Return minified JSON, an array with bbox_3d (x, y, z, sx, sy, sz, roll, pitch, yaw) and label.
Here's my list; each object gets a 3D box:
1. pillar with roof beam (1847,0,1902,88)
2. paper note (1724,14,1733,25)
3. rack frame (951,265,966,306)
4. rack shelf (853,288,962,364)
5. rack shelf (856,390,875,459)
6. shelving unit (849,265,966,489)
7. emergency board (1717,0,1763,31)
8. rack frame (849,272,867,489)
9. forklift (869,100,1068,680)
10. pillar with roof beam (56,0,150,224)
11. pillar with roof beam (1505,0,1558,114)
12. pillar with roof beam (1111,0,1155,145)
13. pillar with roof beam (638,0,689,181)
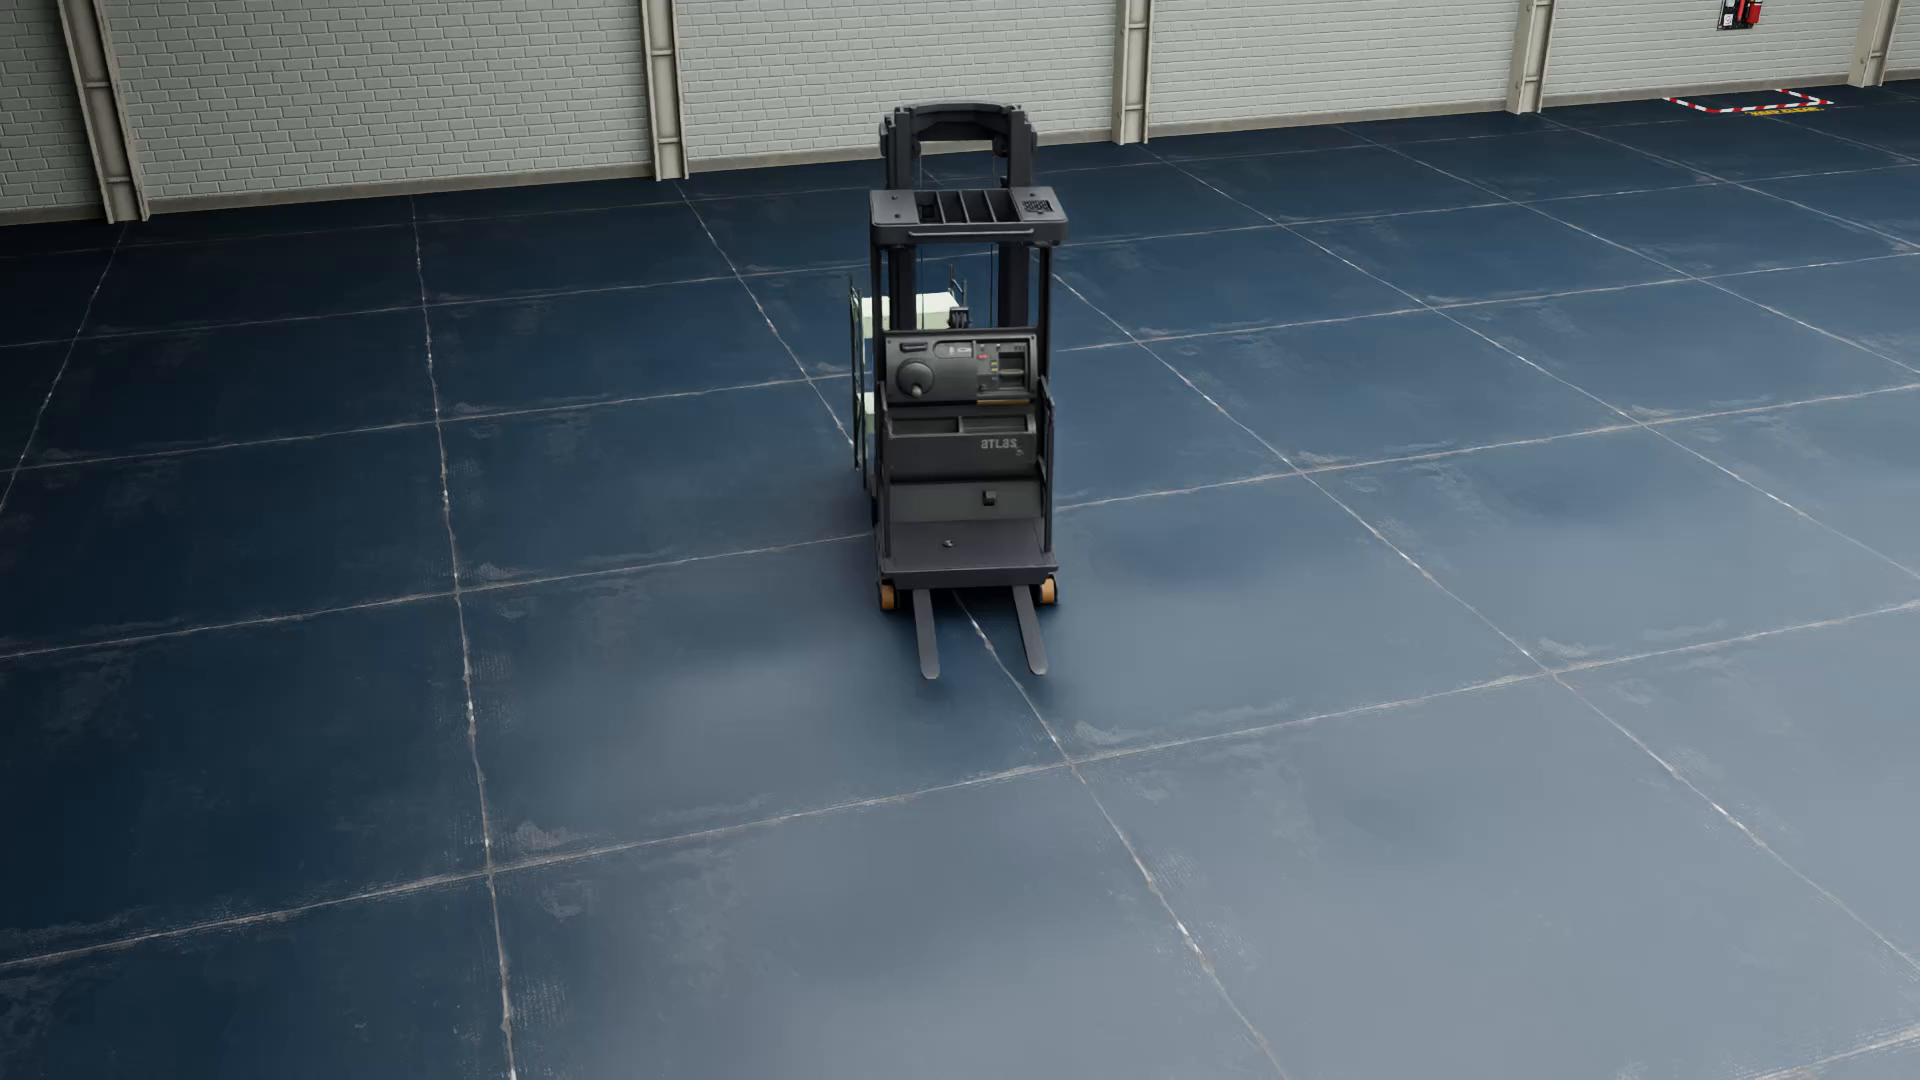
[{"bbox_3d":[14.955,-9.074,19.402,0.400,9.000,9.100,-8,28,-16],"label":"pillar with roof beam"},{"bbox_3d":[11.071,-7.493,23.955,0.142,0.148,0.016,-8,28,-16],"label":"paper note"},{"bbox_3d":[-0.012,-1.197,11.969,0.023,1.500,0.400,-6,27,-12],"label":"rack frame"},{"bbox_3d":[-0.368,-1.510,11.721,0.720,0.370,0.431,-6,27,-12],"label":"rack shelf"},{"bbox_3d":[-0.368,-0.868,12.040,0.720,0.370,0.431,-6,27,-12],"label":"rack shelf"},{"bbox_3d":[-0.368,-1.160,11.895,0.755,1.500,0.431,-6,27,-12],"label":"shelving unit"},{"bbox_3d":[11.260,-7.883,23.749,0.643,1.169,0.194,-8,28,-16],"label":"emergency board"},{"bbox_3d":[-0.725,-1.124,11.821,0.023,1.500,0.400,-6,27,-12],"label":"rack frame"},{"bbox_3d":[0.028,-1.027,10.017,1.130,2.935,3.031,-2,26,-4],"label":"forklift"},{"bbox_3d":[-7.865,-5.769,12.745,0.400,9.000,9.100,-8,28,-16],"label":"pillar with roof beam"},{"bbox_3d":[9.250,-8.248,17.738,0.400,9.000,9.100,-8,28,-16],"label":"pillar with roof beam"},{"bbox_3d":[3.545,-7.421,16.073,0.400,9.000,9.100,-8,28,-16],"label":"pillar with roof beam"},{"bbox_3d":[-2.160,-6.595,14.409,0.400,9.000,9.100,-8,28,-16],"label":"pillar with roof beam"}]
